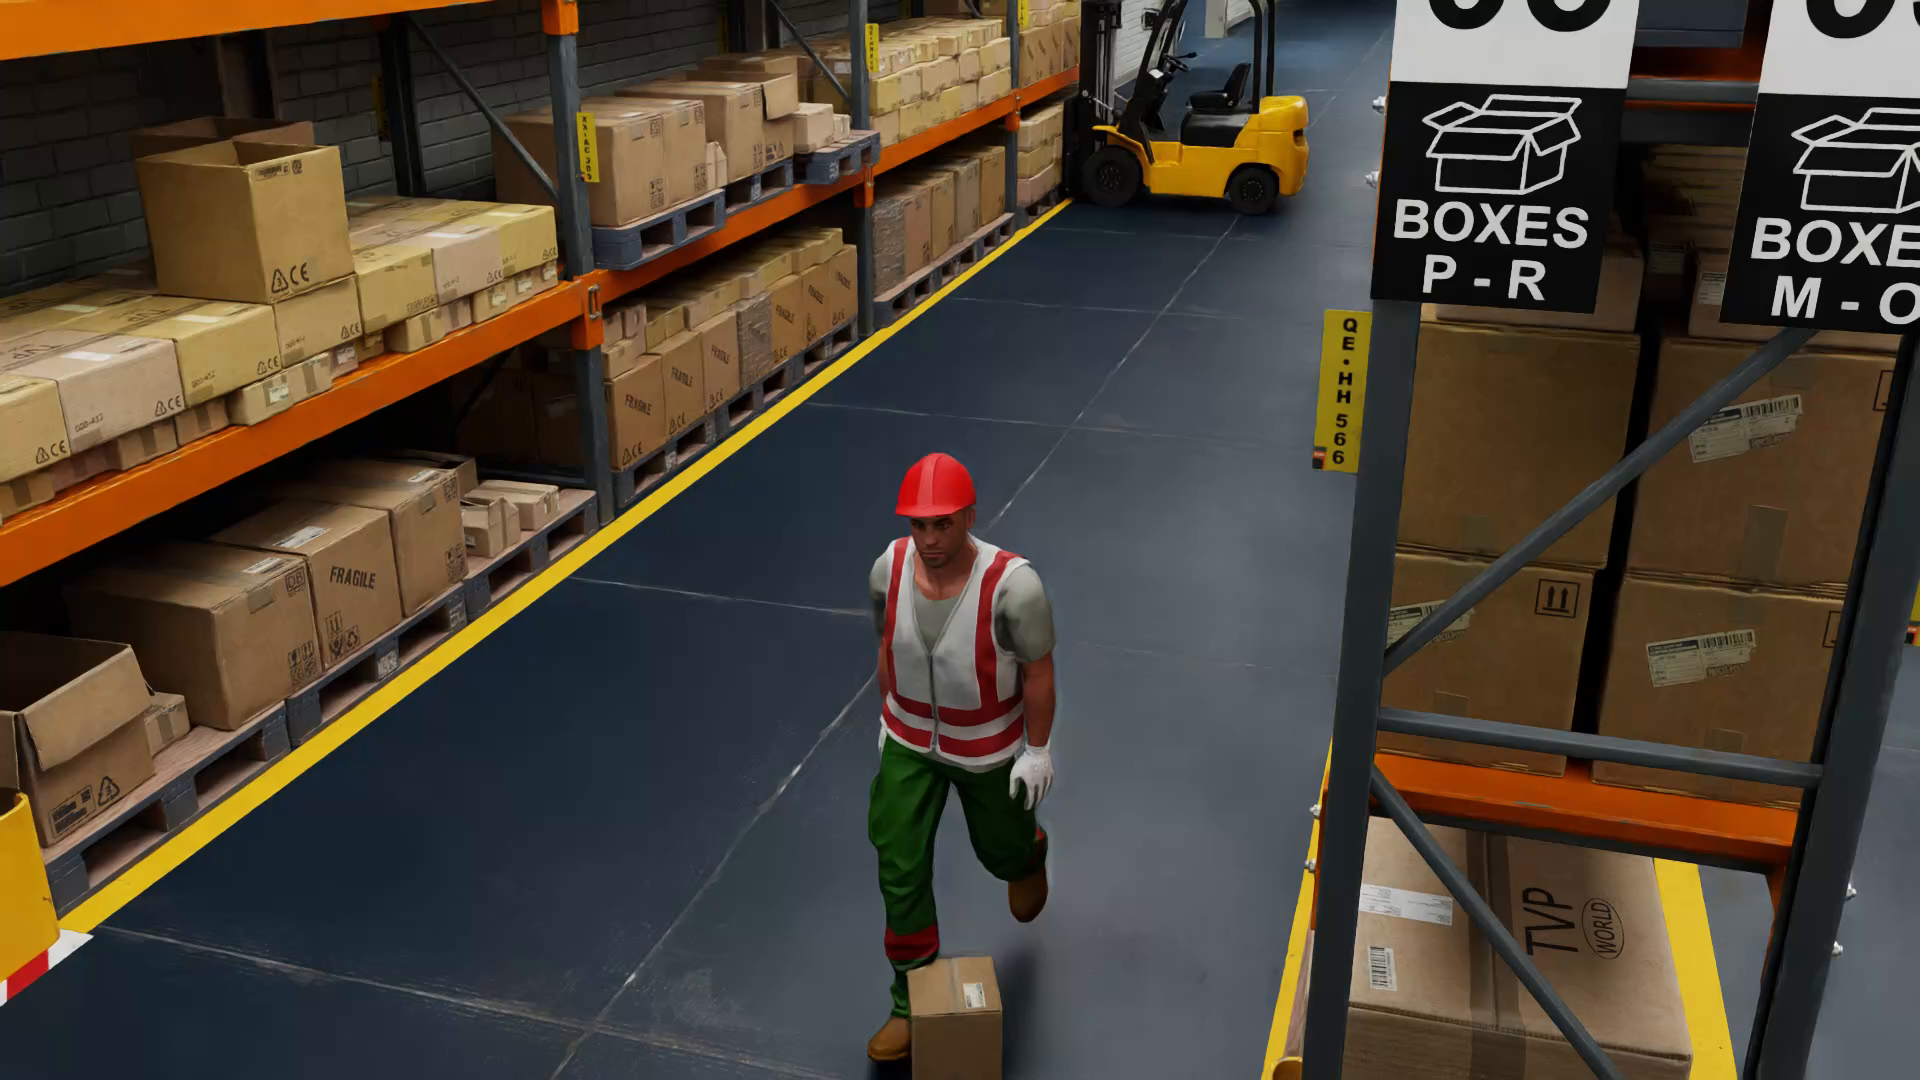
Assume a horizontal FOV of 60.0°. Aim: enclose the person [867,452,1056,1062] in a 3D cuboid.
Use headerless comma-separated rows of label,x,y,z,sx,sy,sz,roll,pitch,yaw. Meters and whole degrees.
person,0.023,0.541,4.728,0.548,1.750,0.993,7,23,17
